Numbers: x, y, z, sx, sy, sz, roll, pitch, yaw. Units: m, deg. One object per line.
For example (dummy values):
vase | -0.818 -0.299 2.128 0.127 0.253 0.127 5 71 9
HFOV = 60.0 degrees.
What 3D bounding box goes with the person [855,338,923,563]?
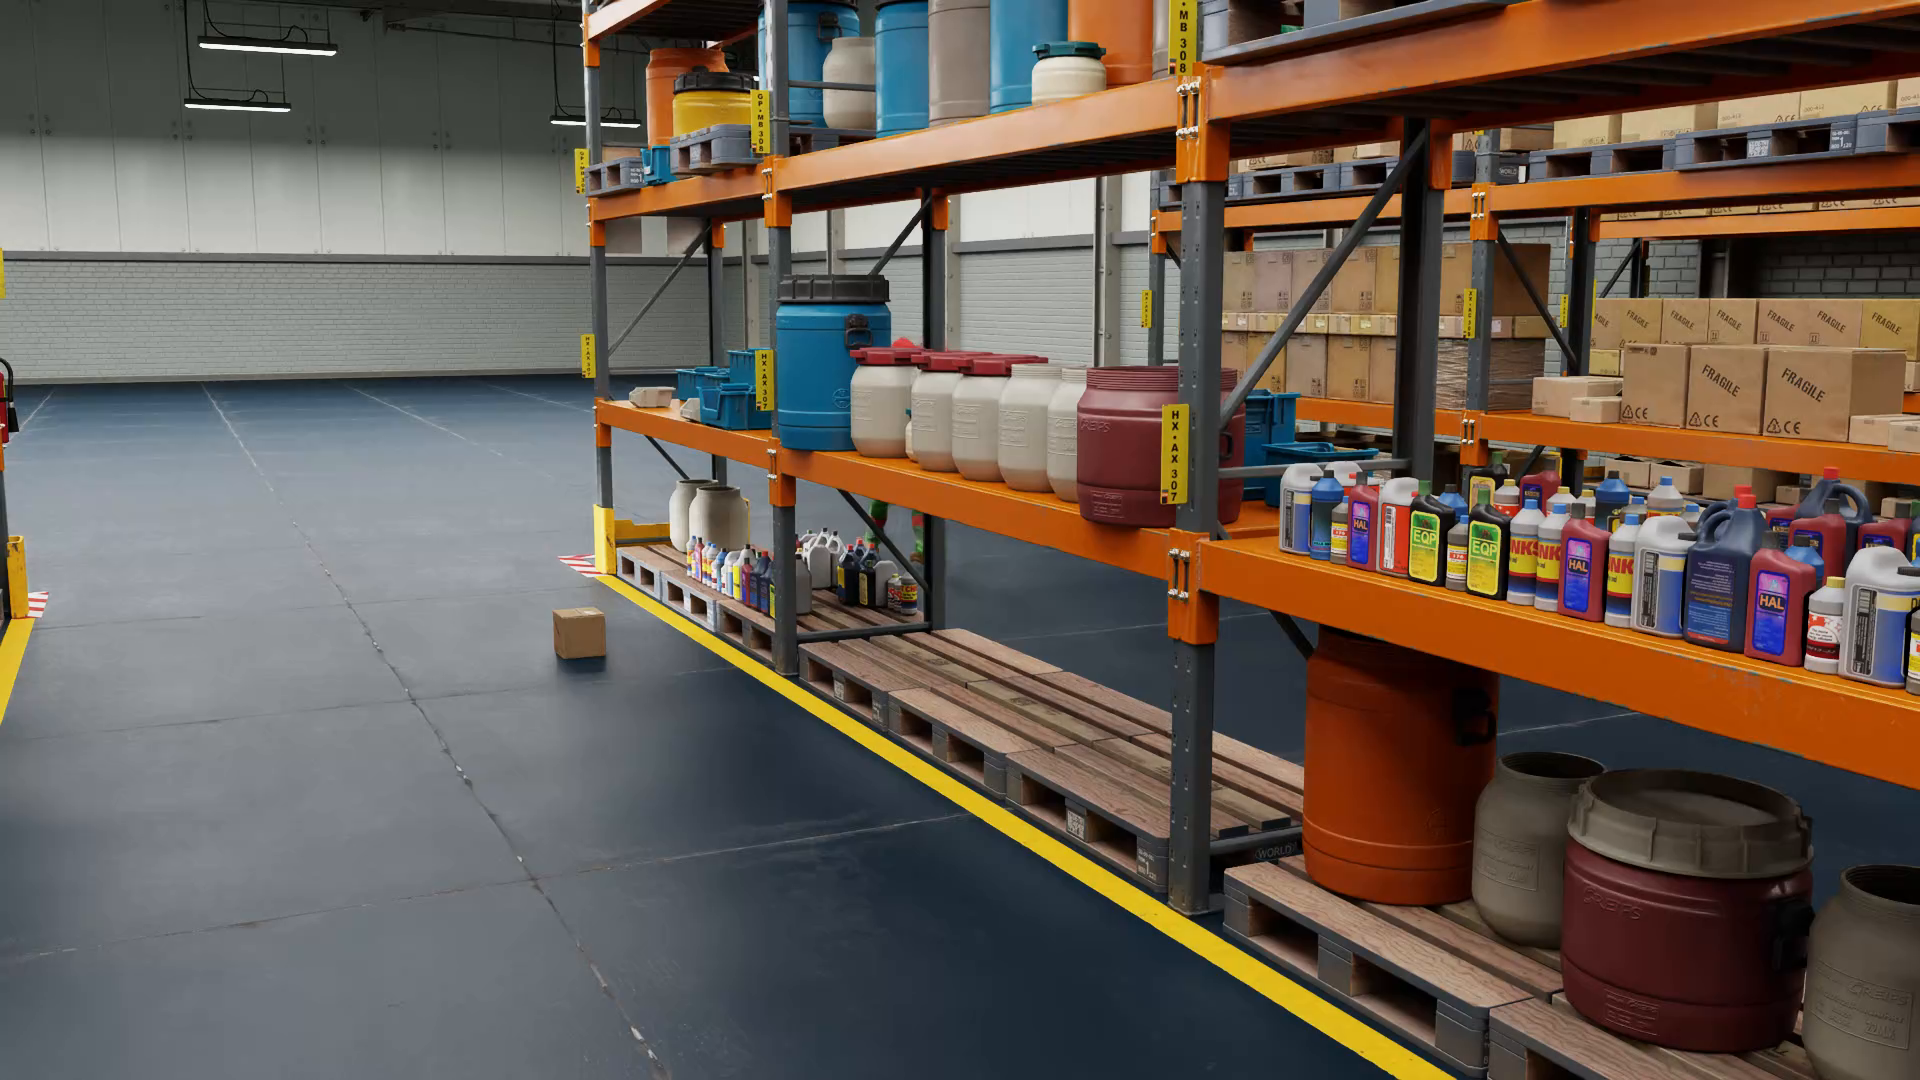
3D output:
person | -0.495 -0.726 13.075 0.528 1.728 1.017 -4 9 -24
